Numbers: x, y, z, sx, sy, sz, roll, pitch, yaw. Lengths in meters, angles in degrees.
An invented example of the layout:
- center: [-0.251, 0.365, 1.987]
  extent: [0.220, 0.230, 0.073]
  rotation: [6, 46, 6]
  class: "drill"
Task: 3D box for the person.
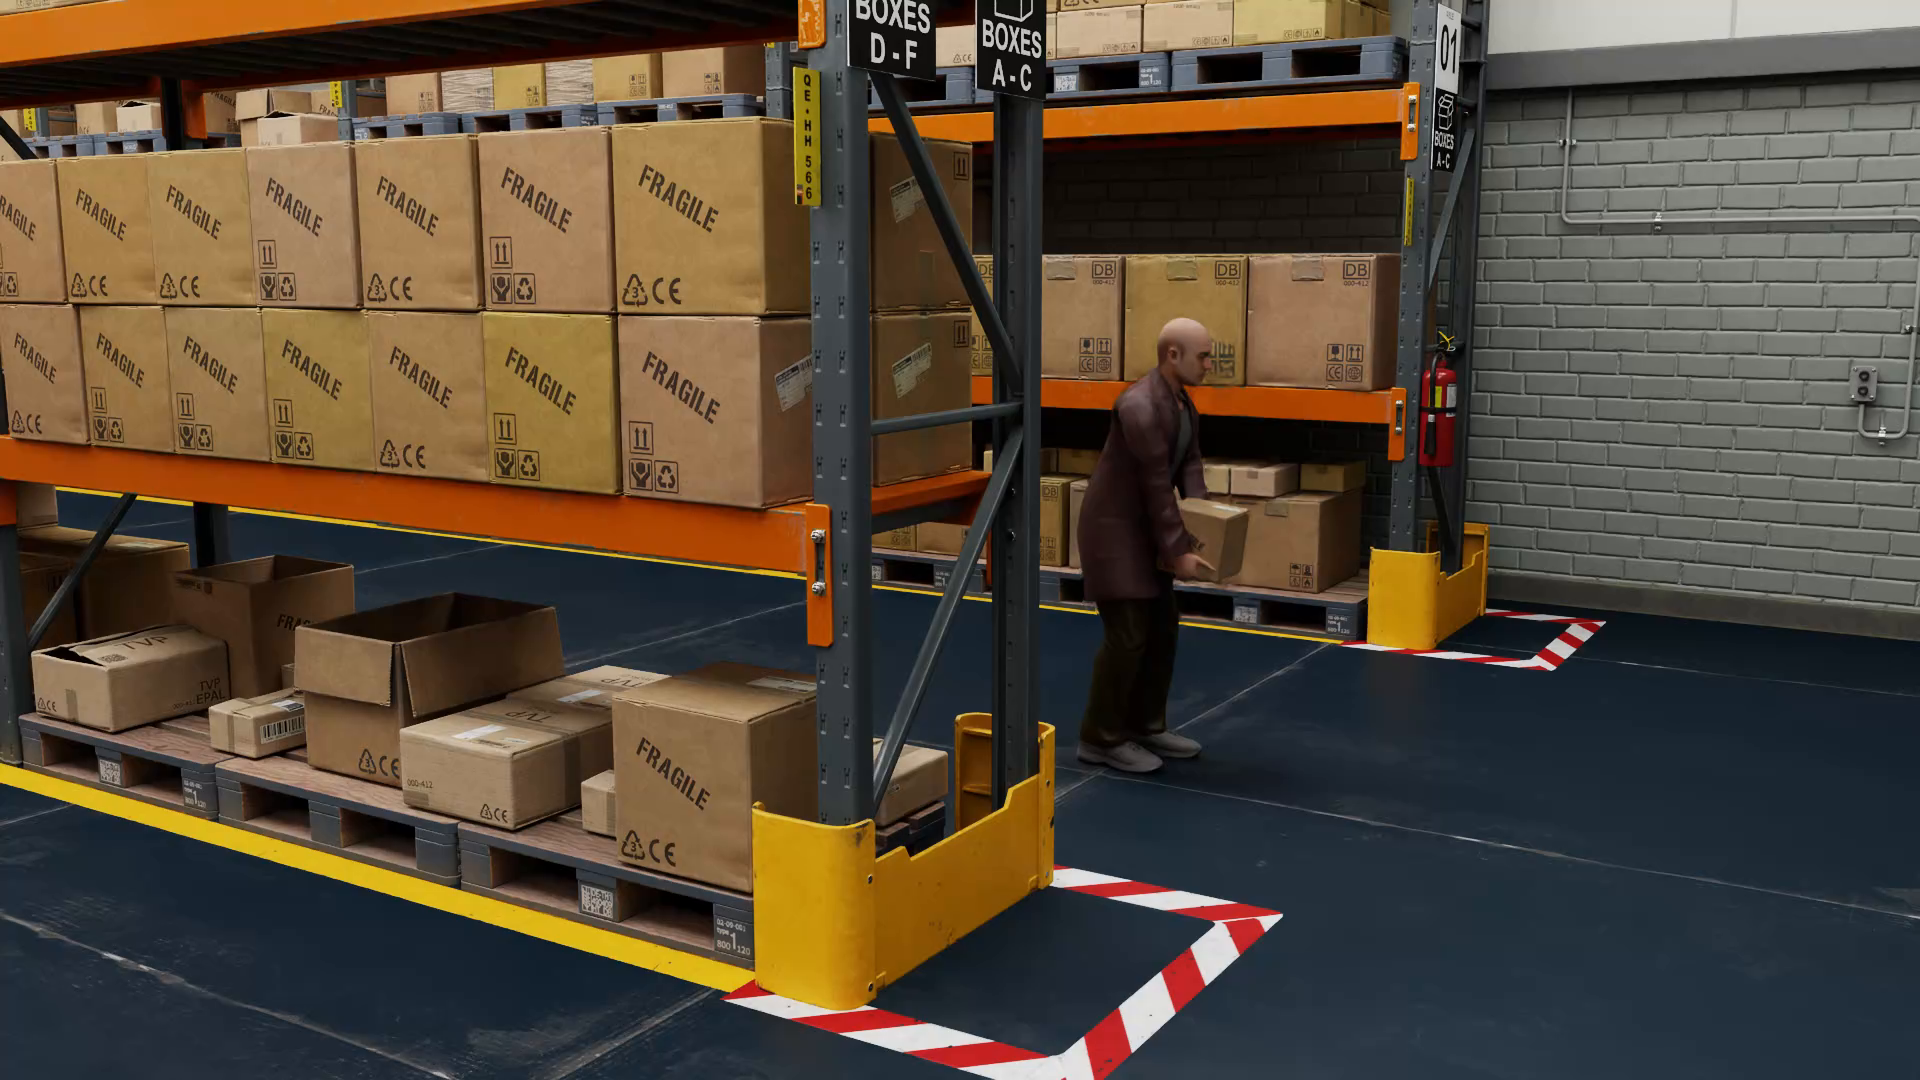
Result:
- center: [0.757, 0.017, 6.444]
  extent: [0.599, 1.744, 0.528]
  rotation: [5, 11, 30]
  class: "person"
